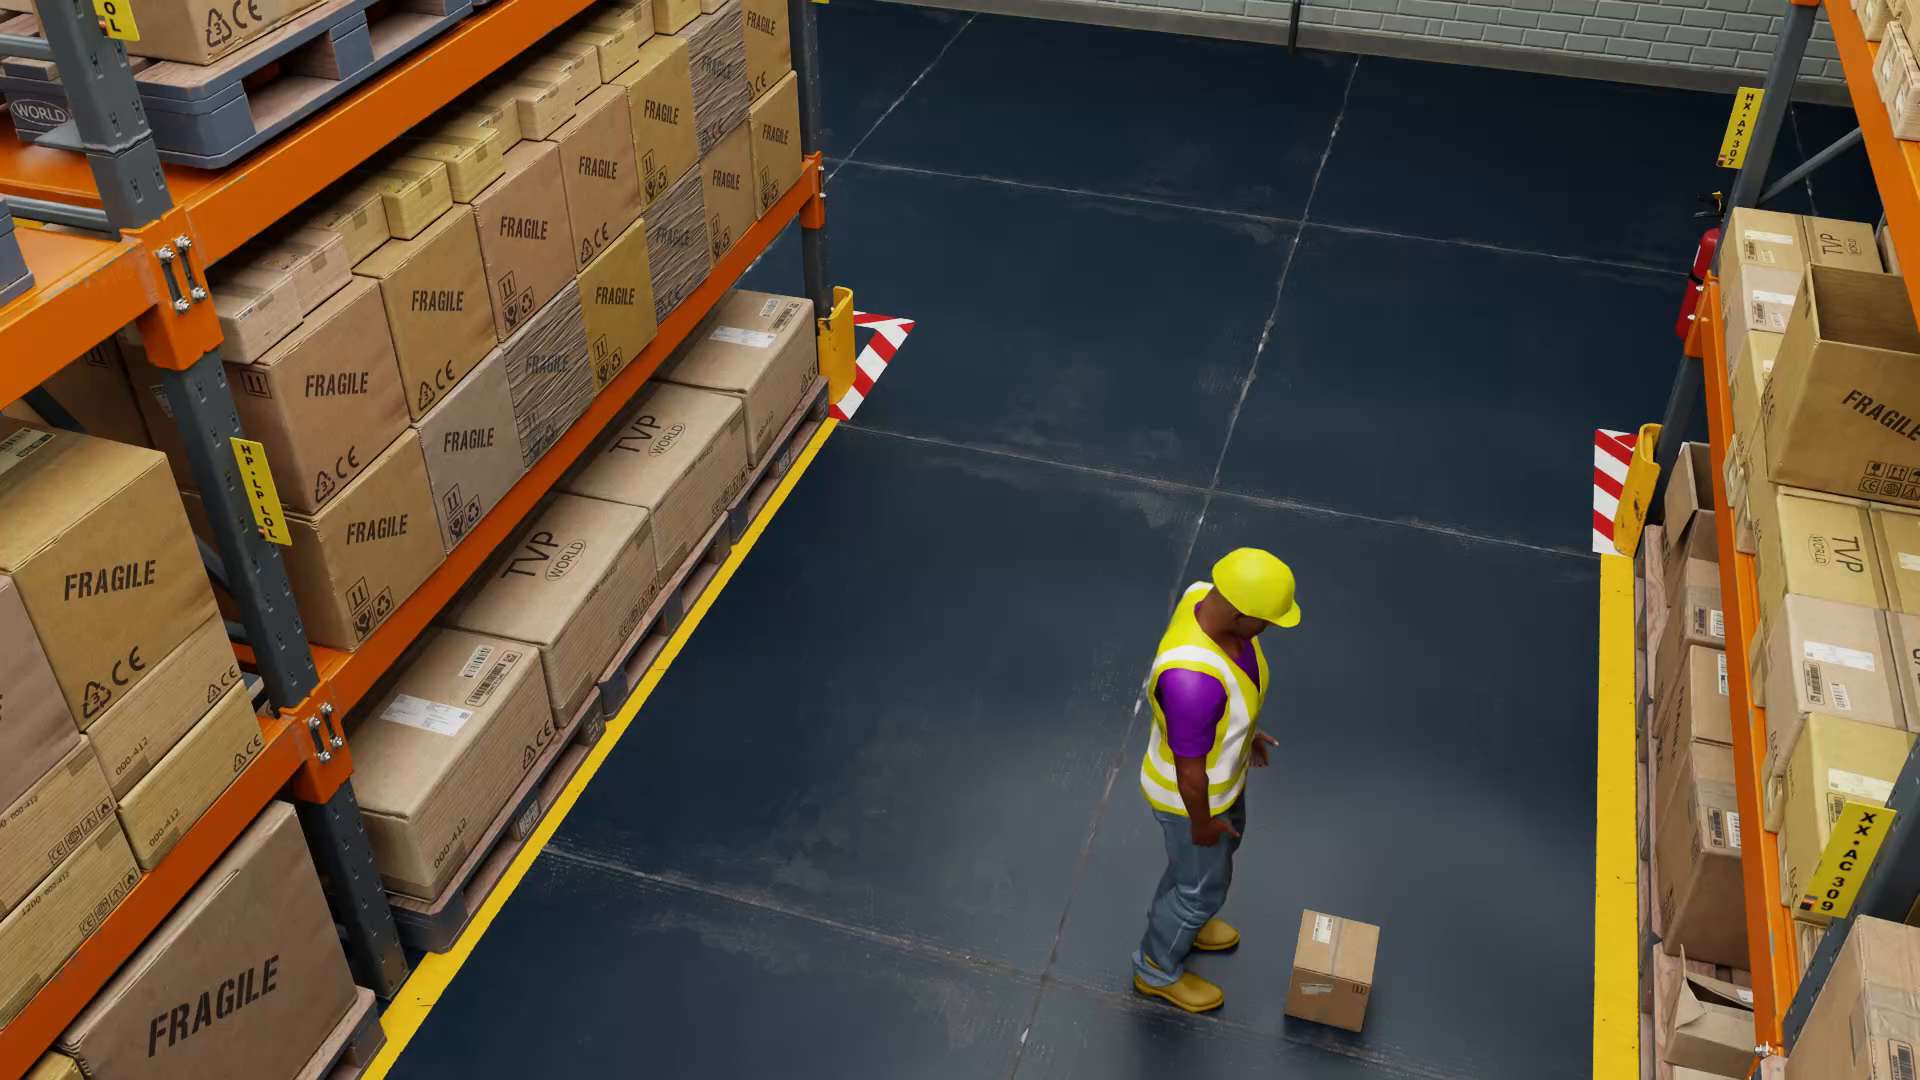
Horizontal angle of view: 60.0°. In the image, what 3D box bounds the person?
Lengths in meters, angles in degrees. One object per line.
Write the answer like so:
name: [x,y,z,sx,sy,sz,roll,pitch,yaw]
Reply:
person: [0.778,0.727,5.179,0.396,1.744,0.578,11,38,15]
